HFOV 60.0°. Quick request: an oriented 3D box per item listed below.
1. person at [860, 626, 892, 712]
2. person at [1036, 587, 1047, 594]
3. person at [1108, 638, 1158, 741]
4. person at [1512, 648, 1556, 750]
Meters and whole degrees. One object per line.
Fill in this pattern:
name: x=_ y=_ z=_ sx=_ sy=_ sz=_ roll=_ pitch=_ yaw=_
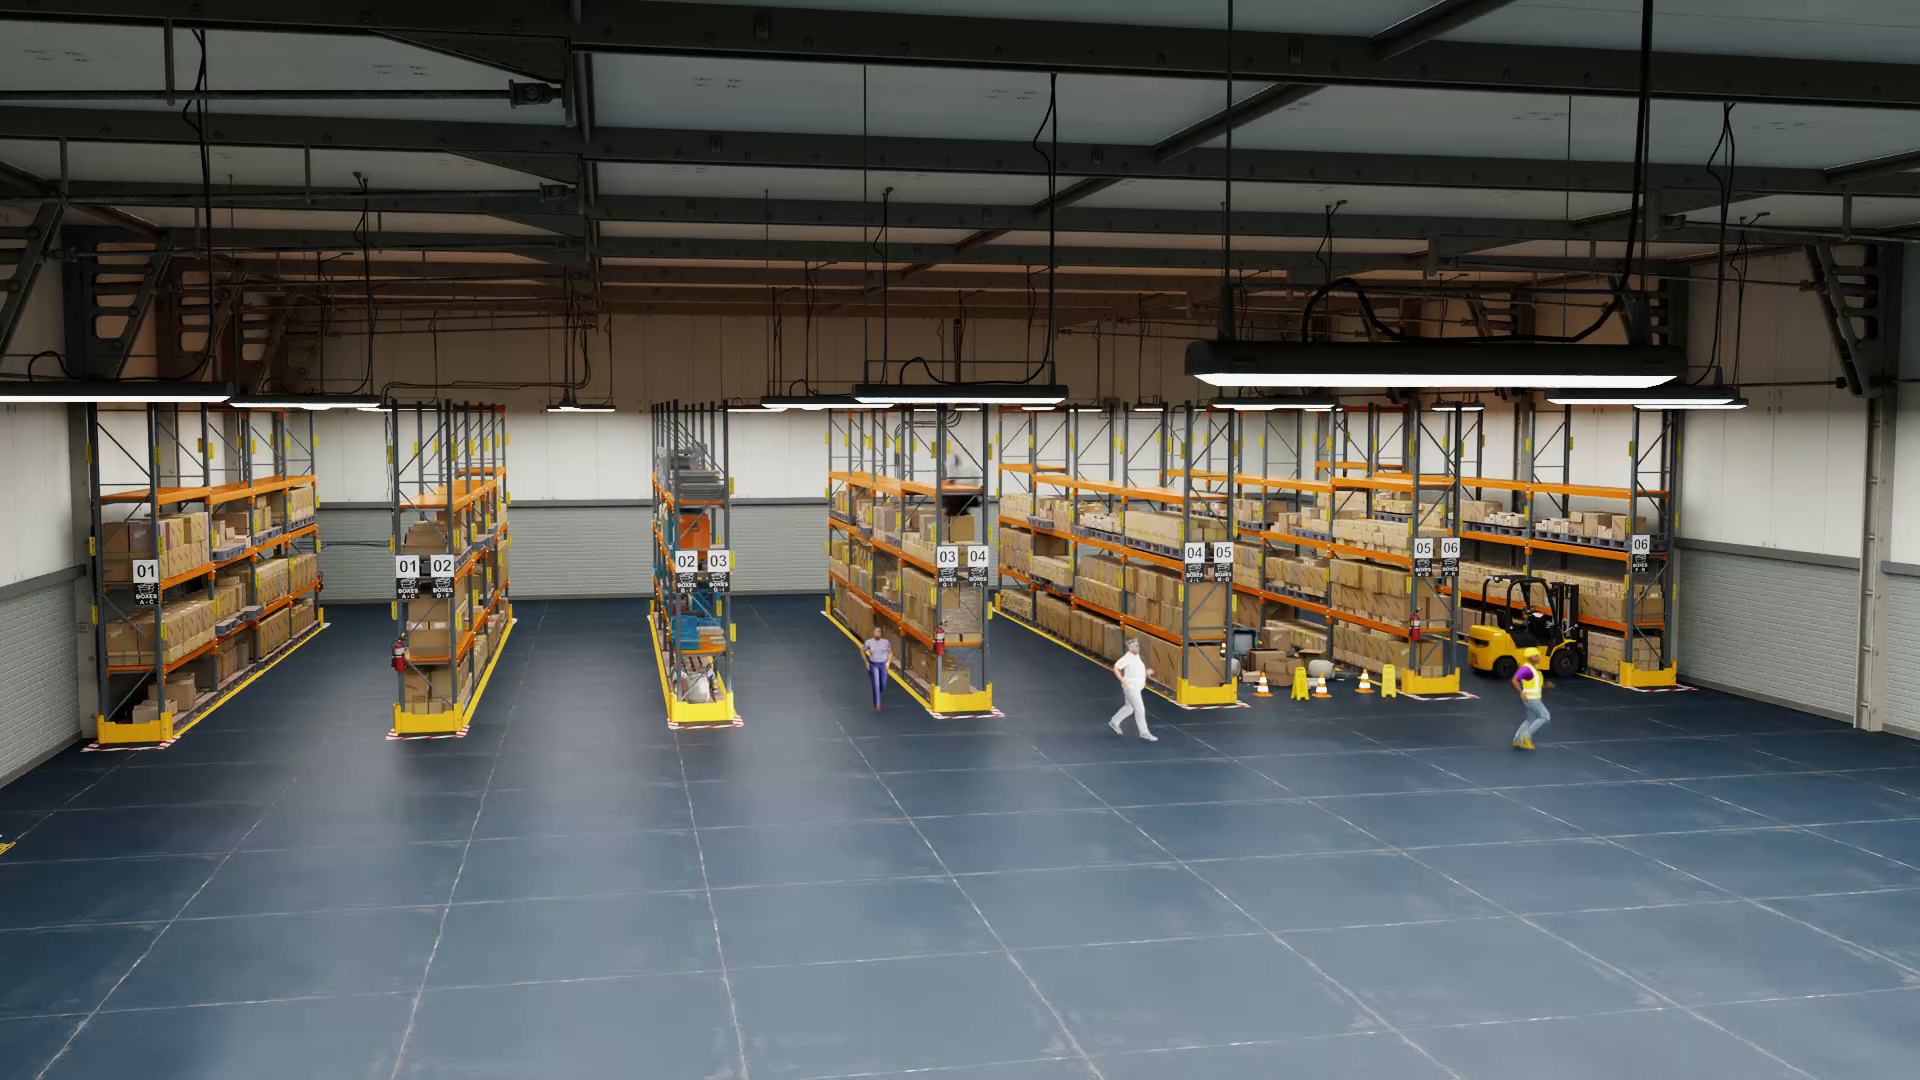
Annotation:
person: x=-1.625 y=2.490 z=32.381 sx=0.623 sy=1.640 sz=0.701 roll=-1 pitch=4 yaw=-17
person: x=2.414 y=1.155 z=49.765 sx=0.553 sy=1.626 sz=0.598 roll=3 pitch=5 yaw=38
person: x=3.044 y=2.601 z=29.278 sx=0.969 sy=1.775 sz=0.664 roll=2 pitch=5 yaw=25
person: x=9.782 y=2.704 z=28.328 sx=0.667 sy=1.742 sz=0.676 roll=2 pitch=5 yaw=28
